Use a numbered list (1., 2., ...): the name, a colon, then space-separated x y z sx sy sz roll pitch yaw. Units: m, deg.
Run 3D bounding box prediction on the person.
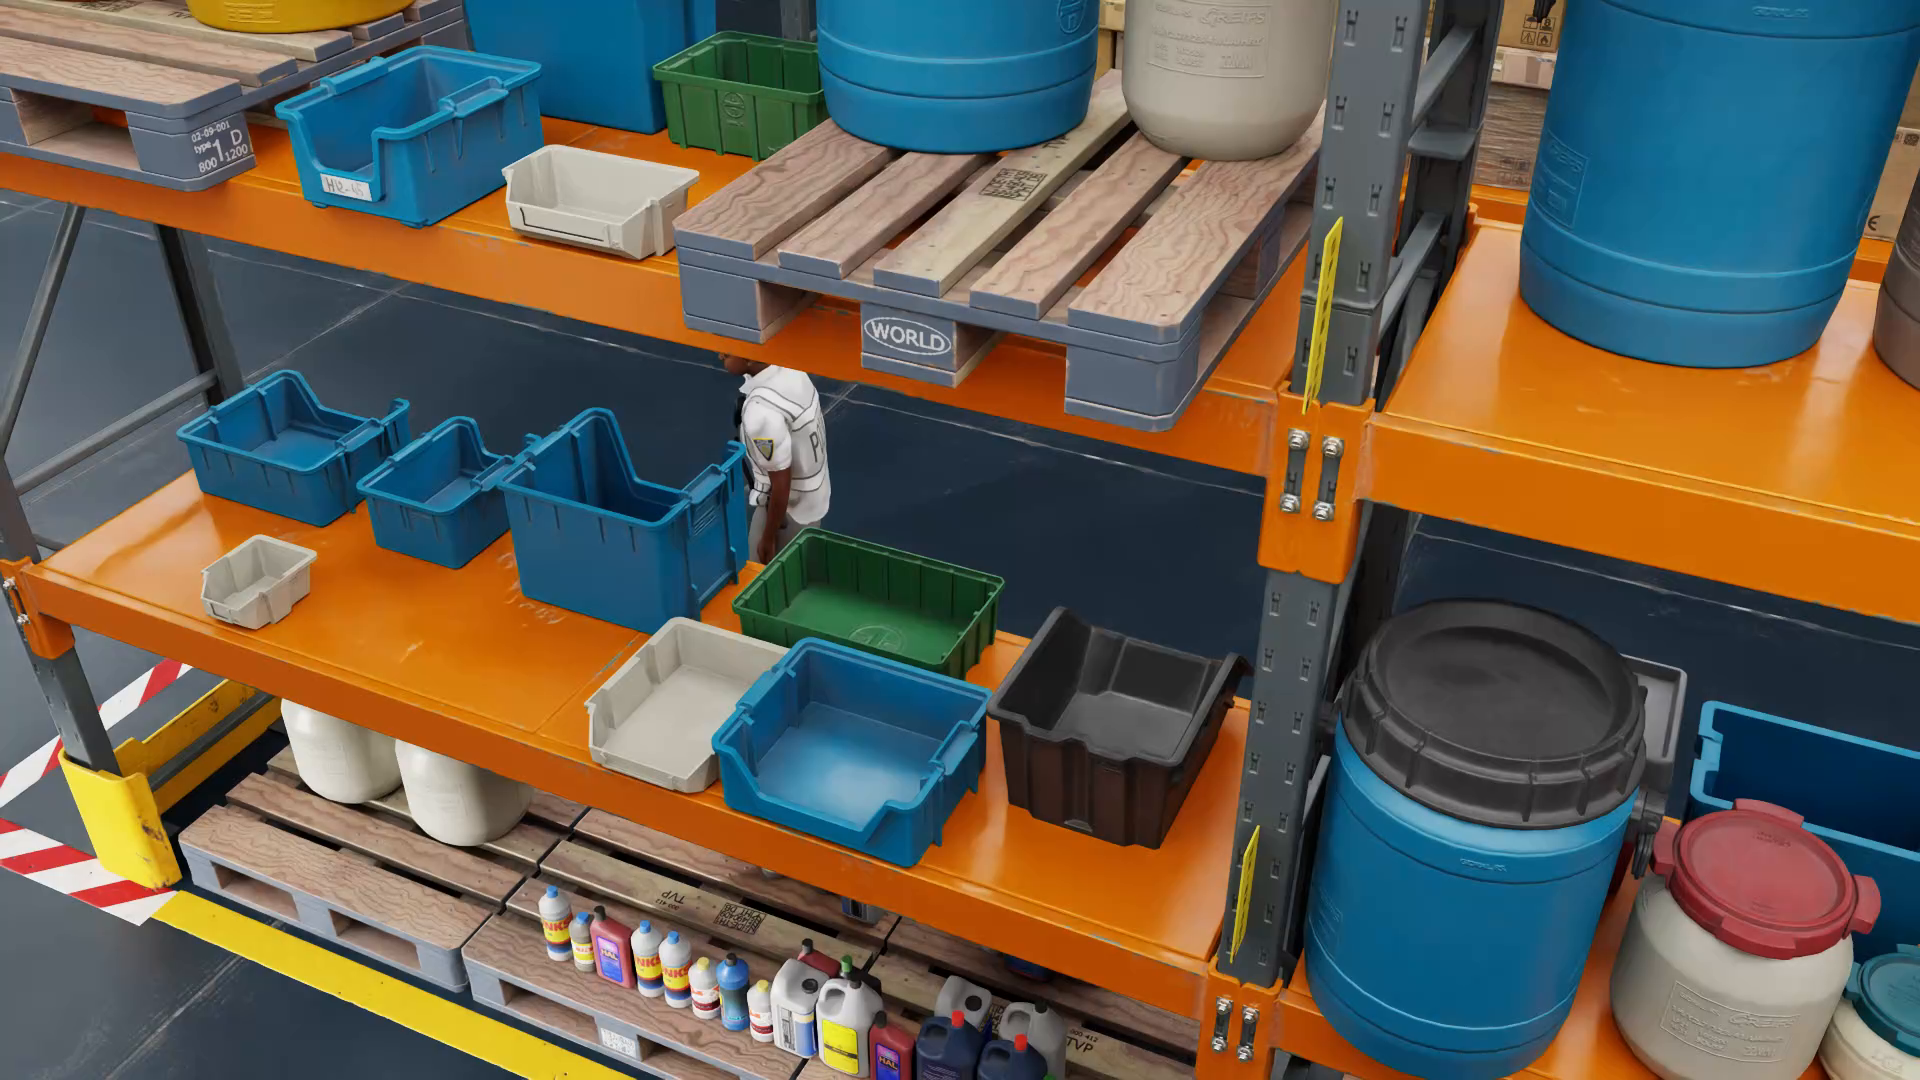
1. person: -0.706 -0.134 6.343 0.427 1.658 0.522 2 34 3
